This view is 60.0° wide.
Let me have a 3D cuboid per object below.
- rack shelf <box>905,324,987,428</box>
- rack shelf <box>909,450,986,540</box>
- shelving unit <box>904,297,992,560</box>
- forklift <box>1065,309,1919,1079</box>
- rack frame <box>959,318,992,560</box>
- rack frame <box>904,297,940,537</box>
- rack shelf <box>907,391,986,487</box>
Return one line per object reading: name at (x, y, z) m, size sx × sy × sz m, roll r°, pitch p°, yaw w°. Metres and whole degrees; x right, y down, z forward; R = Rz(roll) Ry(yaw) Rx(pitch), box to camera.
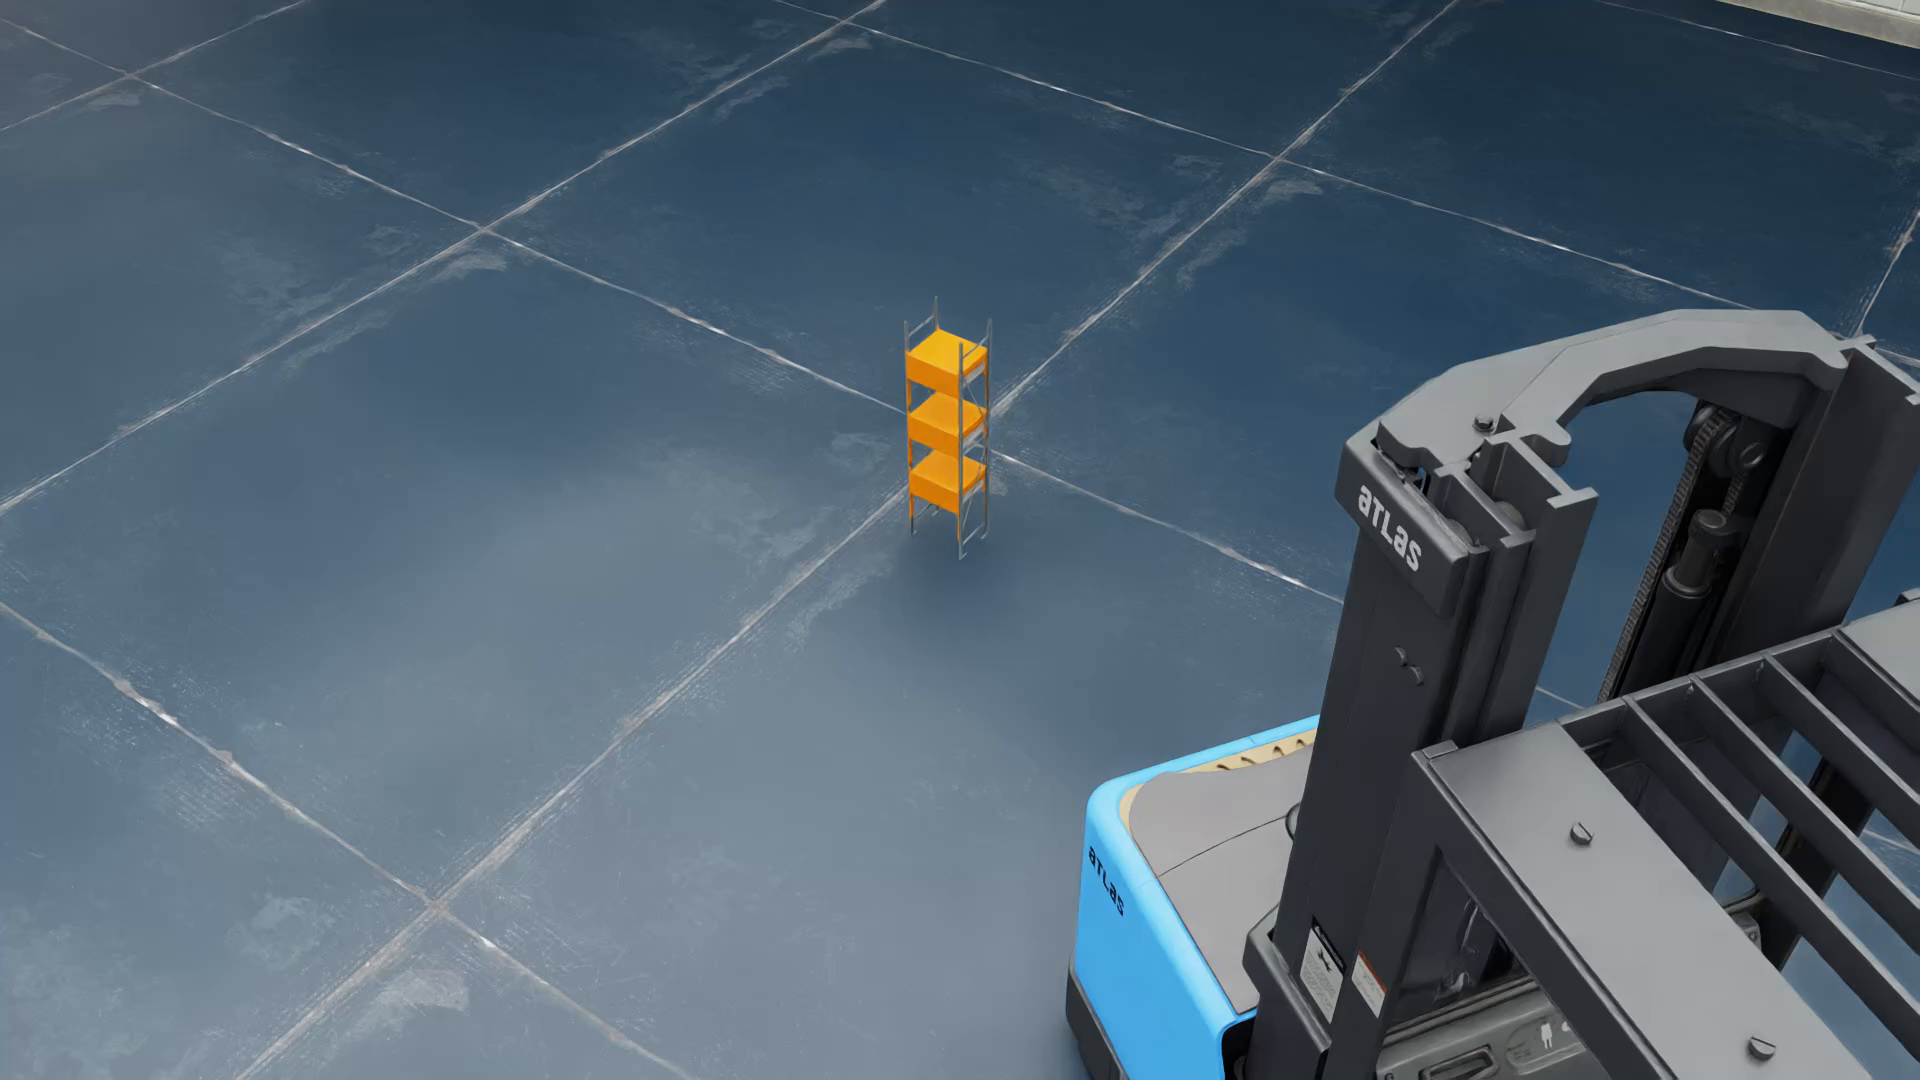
rack shelf at (-0.044, -0.615, 6.241) m, size 0.240 × 0.259 × 0.215 m, roll 25°, pitch 48°, yaw 25°
rack shelf at (-0.044, -0.197, 6.615) m, size 0.240 × 0.259 × 0.215 m, roll 25°, pitch 48°, yaw 25°
shelving unit at (-0.044, -0.412, 6.423) m, size 0.252 × 1.050 × 0.215 m, roll 25°, pitch 48°, yaw 25°
forklift at (1.331, 1.160, 3.256) m, size 1.130 × 2.935 × 3.031 m, roll -15°, pitch 44°, yaw -16°
rack frame at (0.056, -0.365, 6.371) m, size 0.008 × 1.050 × 0.200 m, roll 25°, pitch 48°, yaw 25°
rack frame at (-0.144, -0.458, 6.475) m, size 0.008 × 1.050 × 0.200 m, roll 25°, pitch 48°, yaw 25°
rack shelf at (-0.044, -0.404, 6.430) m, size 0.240 × 0.259 × 0.215 m, roll 25°, pitch 48°, yaw 25°
